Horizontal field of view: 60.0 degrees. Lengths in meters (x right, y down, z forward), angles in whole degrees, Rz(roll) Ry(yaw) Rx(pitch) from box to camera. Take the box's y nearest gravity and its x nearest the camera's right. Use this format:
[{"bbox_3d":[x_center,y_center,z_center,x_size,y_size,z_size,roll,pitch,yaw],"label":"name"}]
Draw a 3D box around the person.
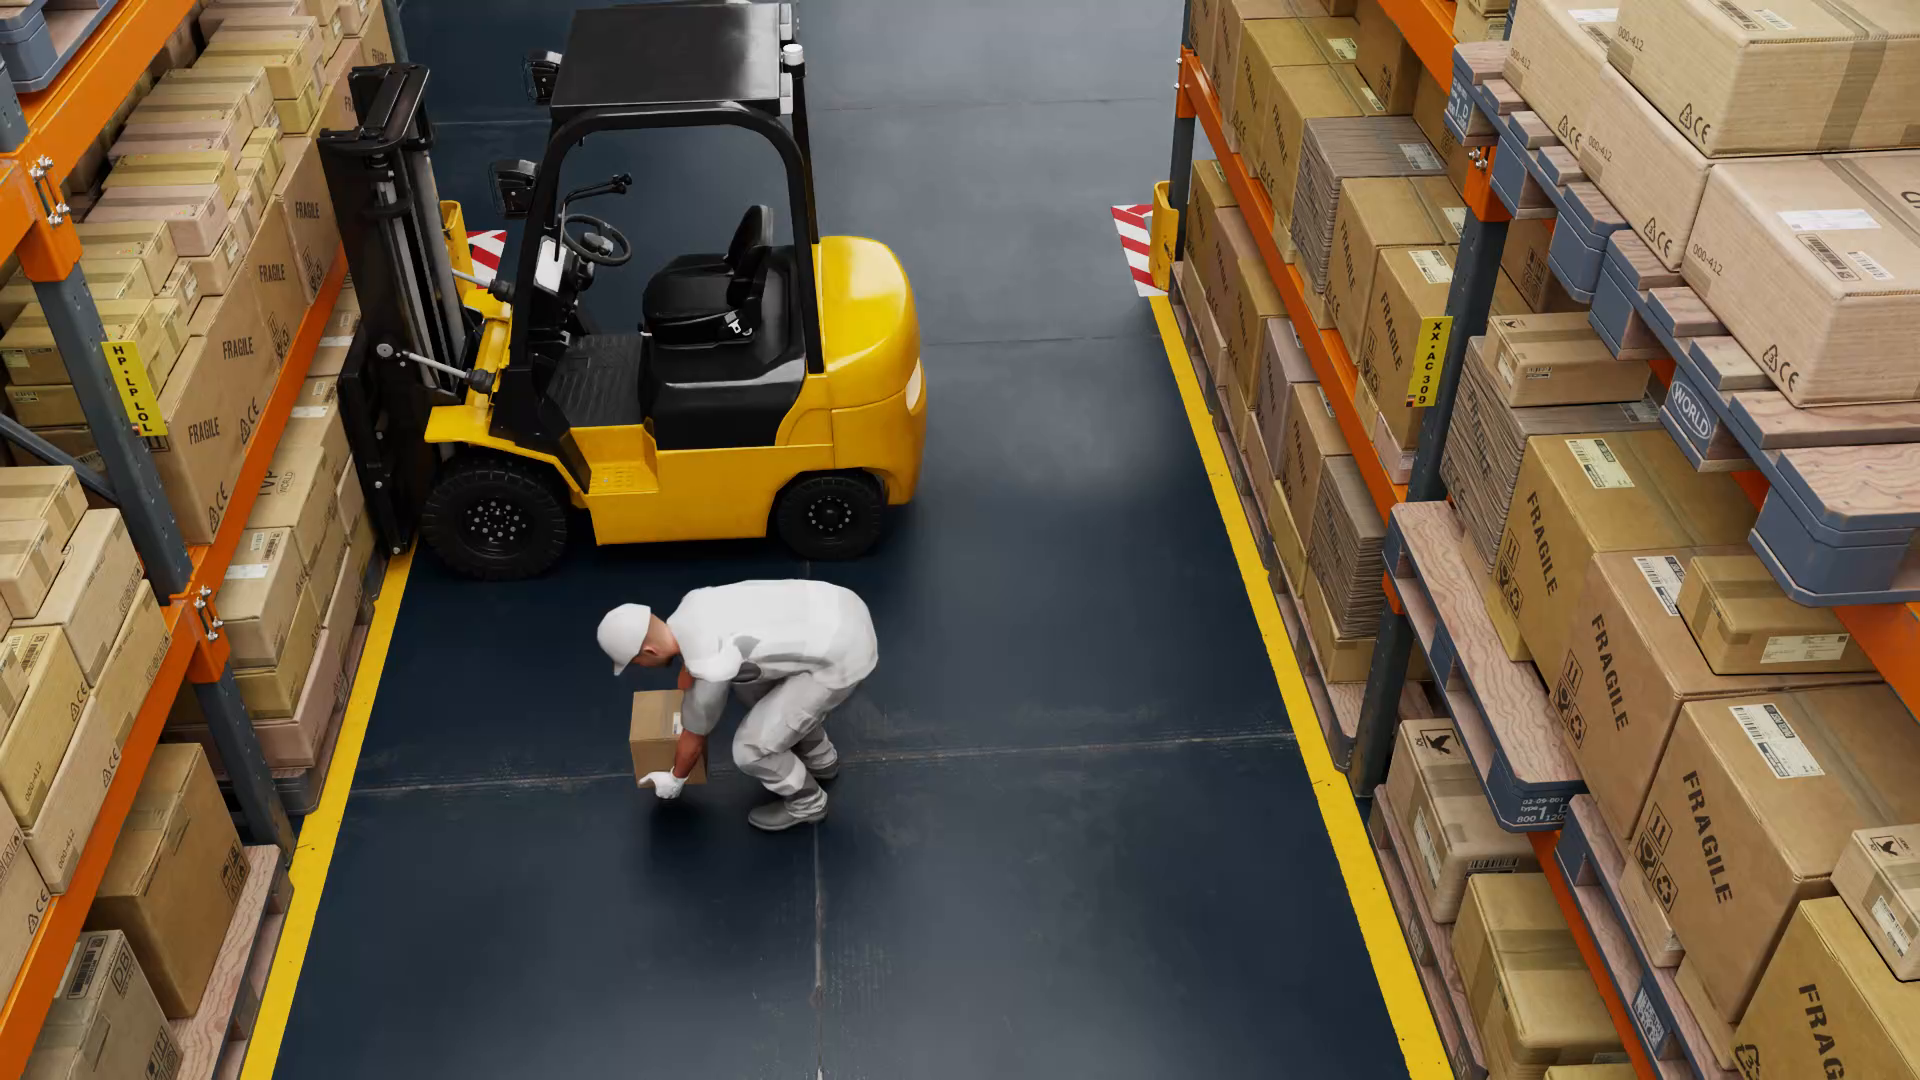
[{"bbox_3d":[-0.769,0.592,6.006,0.958,1.024,0.524,-5,39,-6],"label":"person"}]
